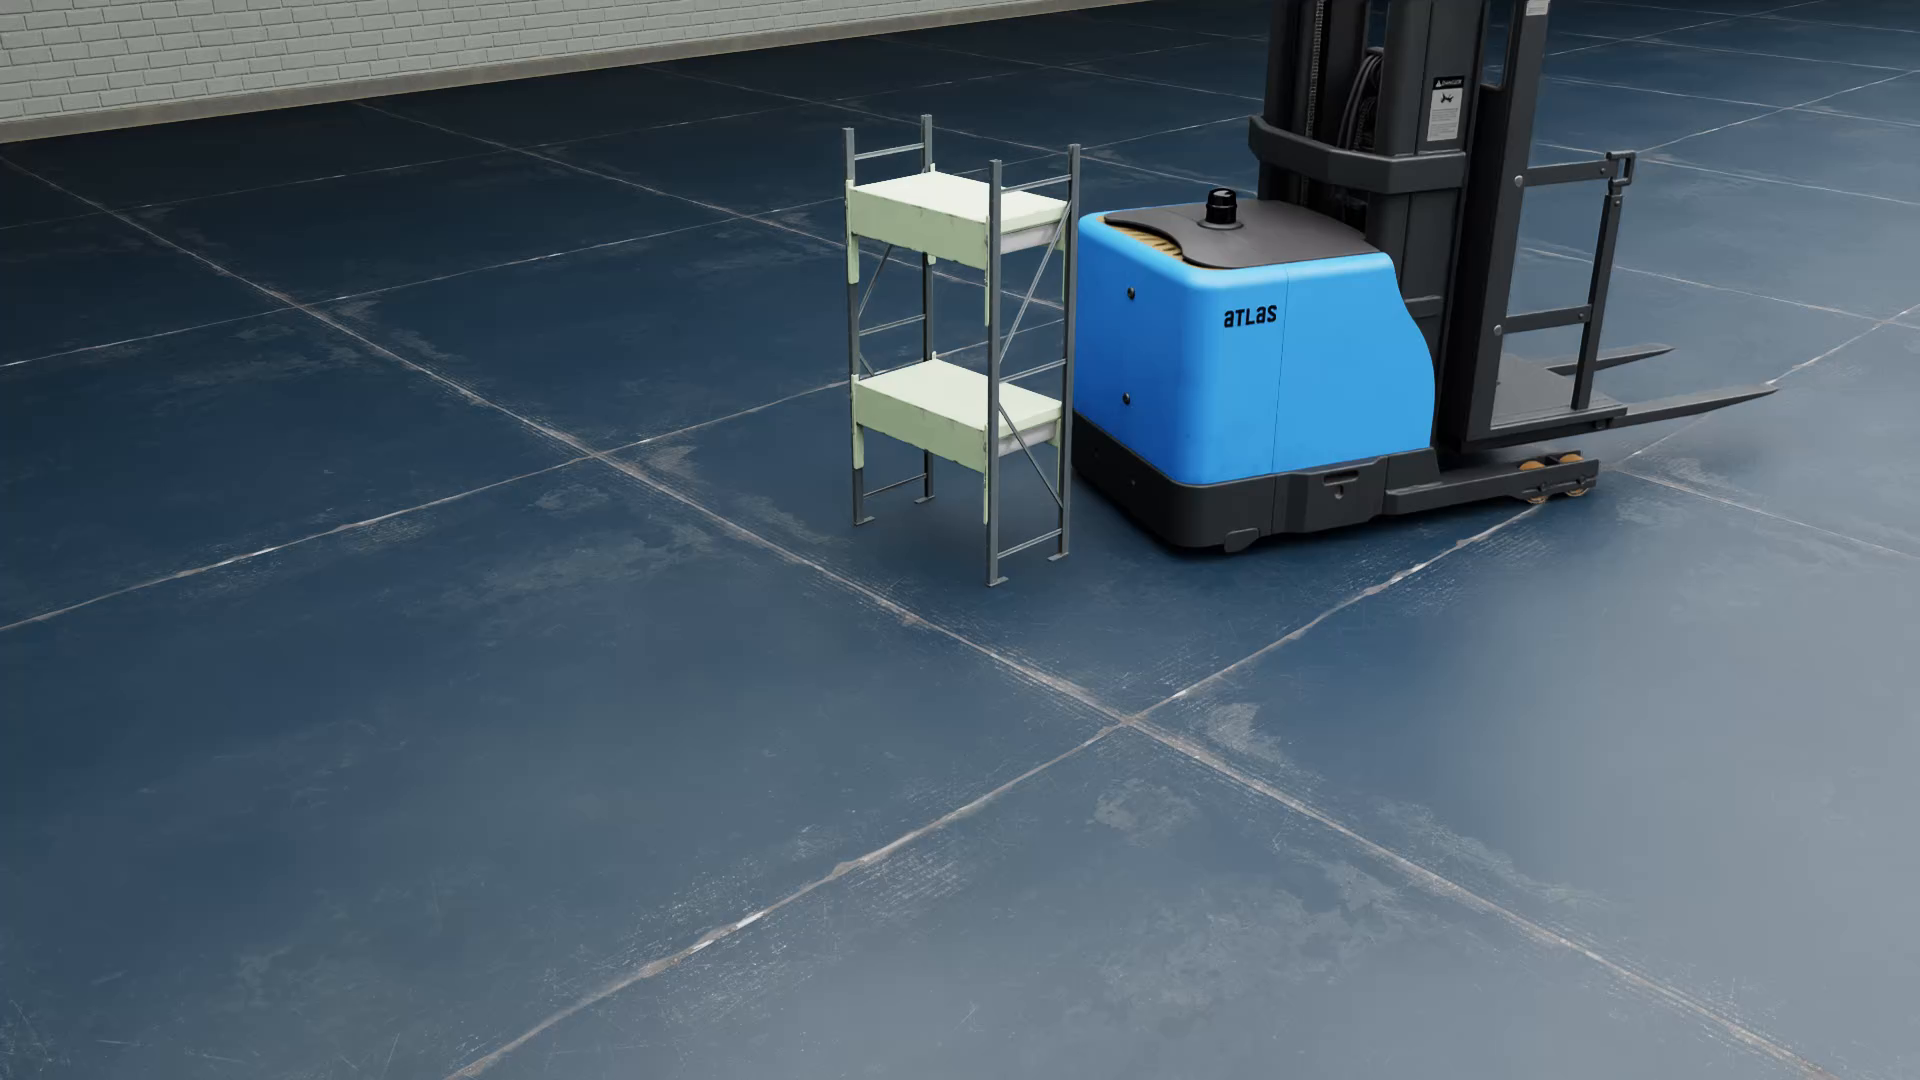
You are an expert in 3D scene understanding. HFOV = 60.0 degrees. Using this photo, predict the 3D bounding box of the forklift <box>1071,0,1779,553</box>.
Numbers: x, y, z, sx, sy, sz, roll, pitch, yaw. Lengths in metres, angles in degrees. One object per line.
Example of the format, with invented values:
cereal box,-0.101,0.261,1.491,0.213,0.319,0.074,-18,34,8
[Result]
forklift,1.991,-1.667,6.372,3.031,2.935,1.130,-10,26,-20

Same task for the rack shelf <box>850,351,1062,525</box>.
rack shelf,-0.005,-0.388,6.078,0.431,0.370,0.720,-21,32,-38

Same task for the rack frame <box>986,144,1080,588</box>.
rack frame,0.246,-0.573,5.700,0.400,1.500,0.023,-21,32,-38

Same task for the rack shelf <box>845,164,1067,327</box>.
rack shelf,-0.005,-1.039,5.781,0.431,0.370,0.720,-21,32,-38

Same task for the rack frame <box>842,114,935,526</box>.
rack frame,-0.255,-0.795,6.186,0.400,1.500,0.023,-21,32,-38

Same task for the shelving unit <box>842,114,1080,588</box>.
shelving unit,-0.005,-0.684,5.943,0.431,1.500,0.755,-21,32,-38
